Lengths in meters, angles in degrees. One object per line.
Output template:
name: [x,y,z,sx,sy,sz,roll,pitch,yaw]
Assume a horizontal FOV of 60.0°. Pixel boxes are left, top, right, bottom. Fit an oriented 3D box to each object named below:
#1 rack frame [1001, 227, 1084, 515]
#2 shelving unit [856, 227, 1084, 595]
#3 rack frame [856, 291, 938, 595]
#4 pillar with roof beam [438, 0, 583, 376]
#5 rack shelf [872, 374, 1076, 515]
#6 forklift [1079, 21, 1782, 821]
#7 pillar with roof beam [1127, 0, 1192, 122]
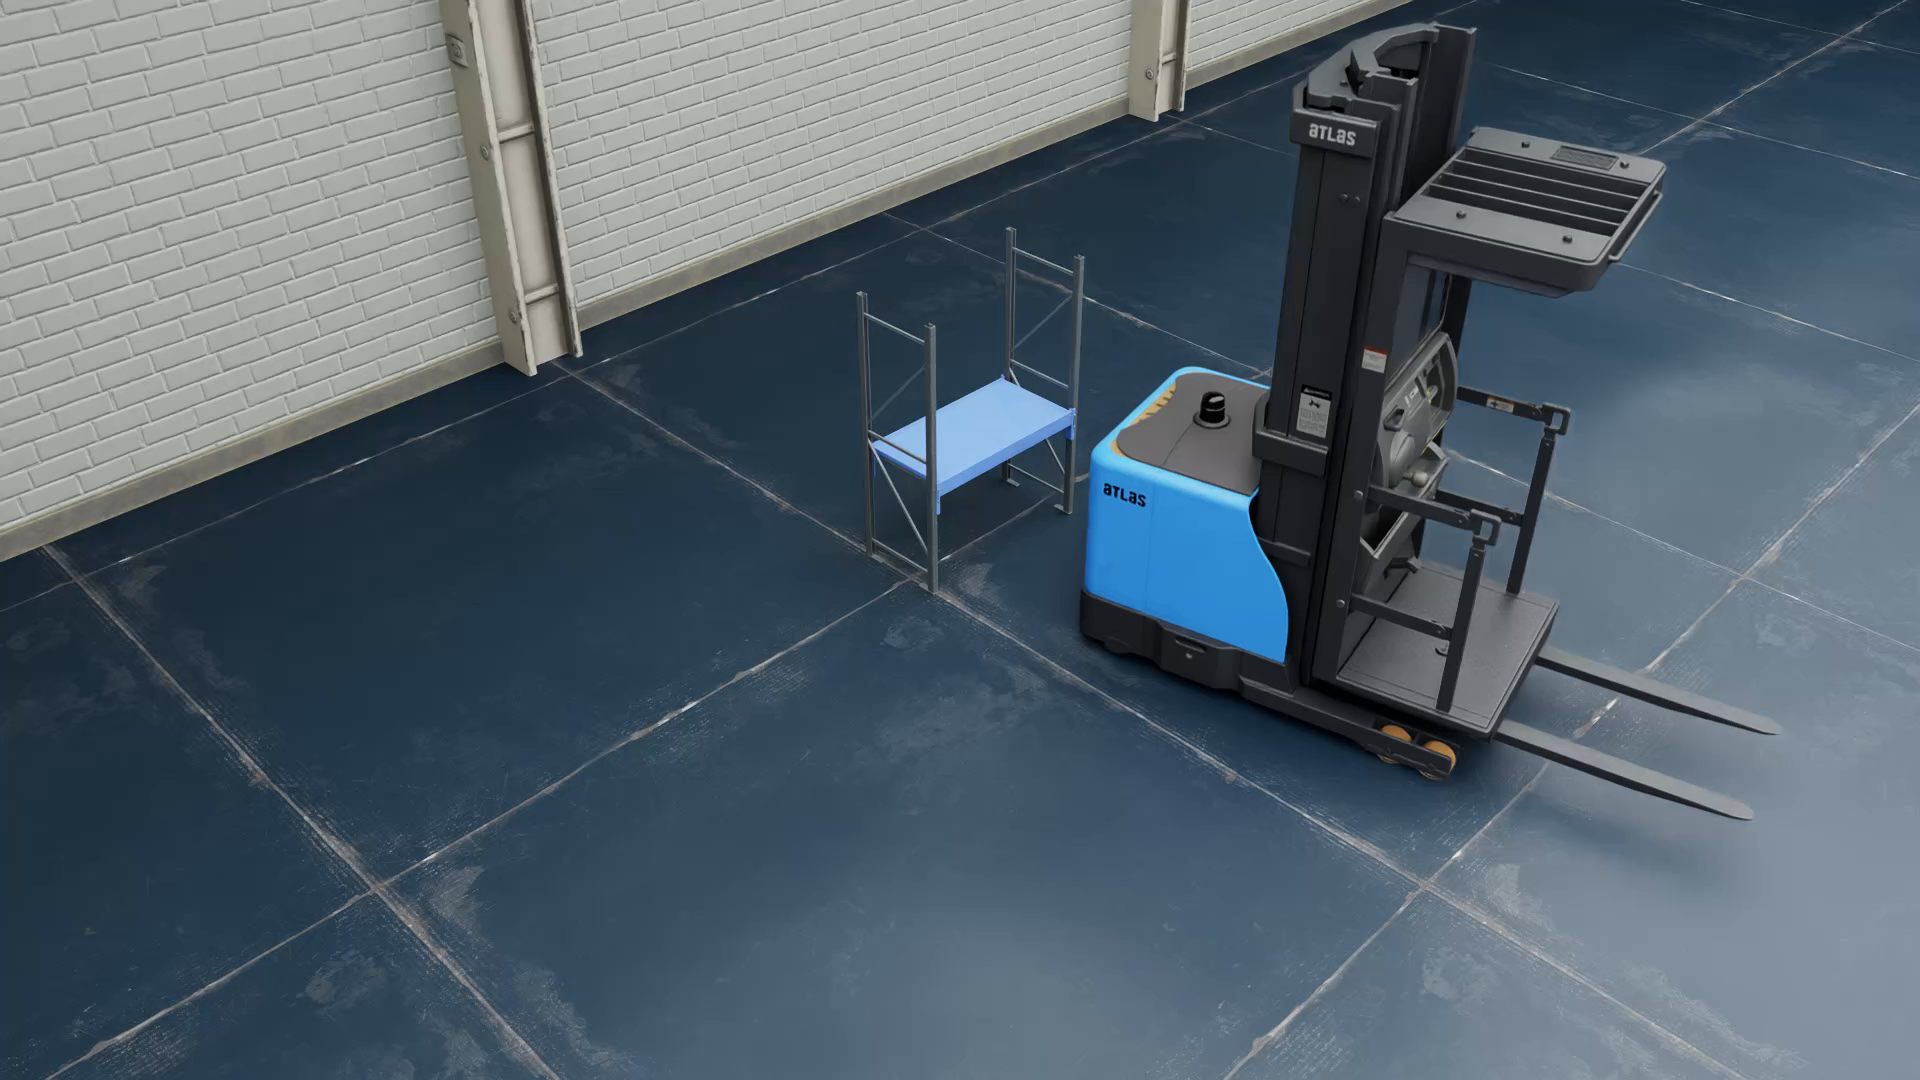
rack frame: [0.418,-0.856,8.657,0.500,1.500,0.032,30,45,35]
shelving unit: [0.060,-0.650,8.361,0.538,1.500,1.048,30,45,35]
rack frame: [-0.298,-0.443,8.065,0.500,1.500,0.032,30,45,35]
pillar with roof beam: [0.453,-3.098,5.316,9.100,9.000,0.400,30,45,35]
rack shelf: [0.060,-0.502,8.464,0.538,0.185,1.000,30,45,35]
forklift: [2.095,-0.507,6.905,3.031,2.935,1.130,20,39,26]
pillar with roof beam: [4.680,-5.534,8.809,9.100,9.000,0.400,30,45,35]
